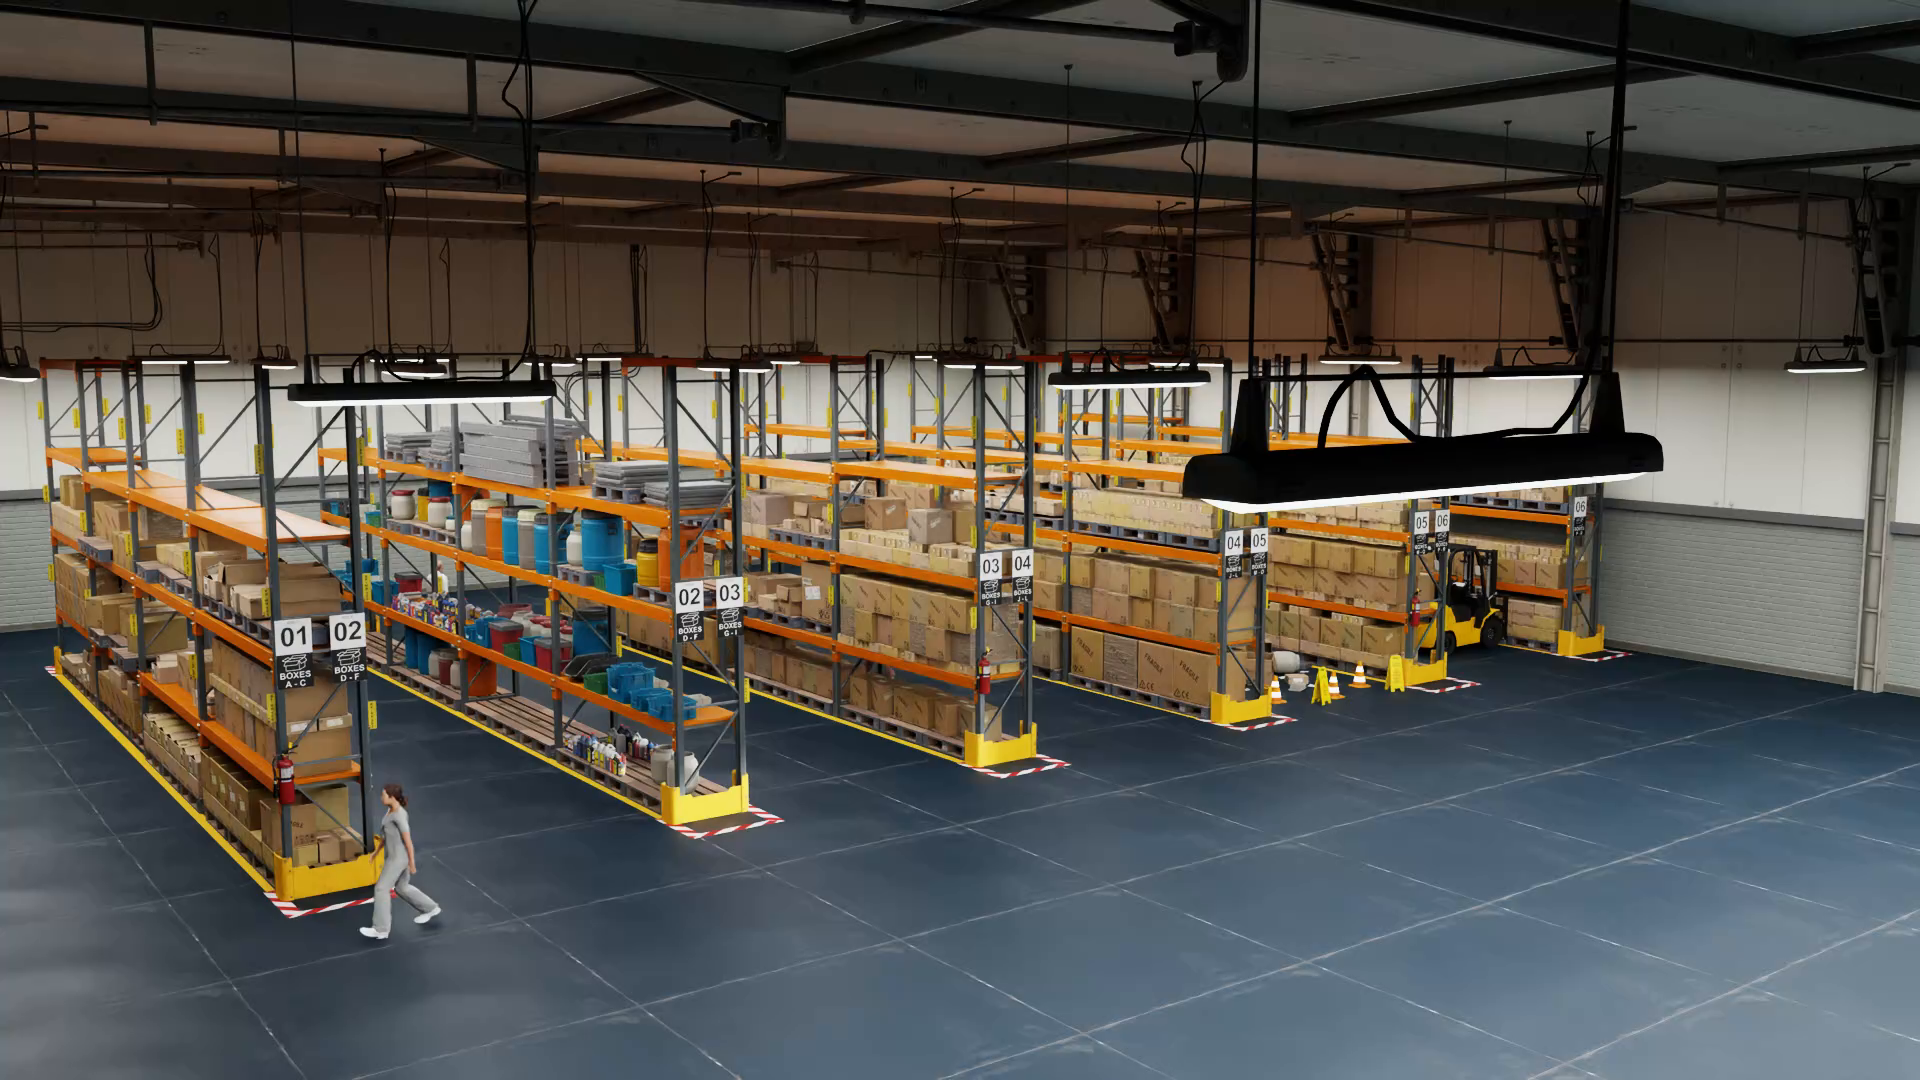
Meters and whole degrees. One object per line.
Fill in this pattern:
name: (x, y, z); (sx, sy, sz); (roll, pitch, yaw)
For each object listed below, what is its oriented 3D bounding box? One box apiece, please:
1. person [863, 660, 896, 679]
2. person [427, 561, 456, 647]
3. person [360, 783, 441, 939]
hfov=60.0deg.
person: (-1.455, 1.802, 30.880); (1.097, 1.600, 0.456); (5, 9, 37)
person: (-10.742, 1.359, 34.308); (0.654, 1.789, 0.492); (4, 8, 27)
person: (-6.018, 3.404, 17.826); (0.823, 1.633, 0.492); (-2, 7, -17)
